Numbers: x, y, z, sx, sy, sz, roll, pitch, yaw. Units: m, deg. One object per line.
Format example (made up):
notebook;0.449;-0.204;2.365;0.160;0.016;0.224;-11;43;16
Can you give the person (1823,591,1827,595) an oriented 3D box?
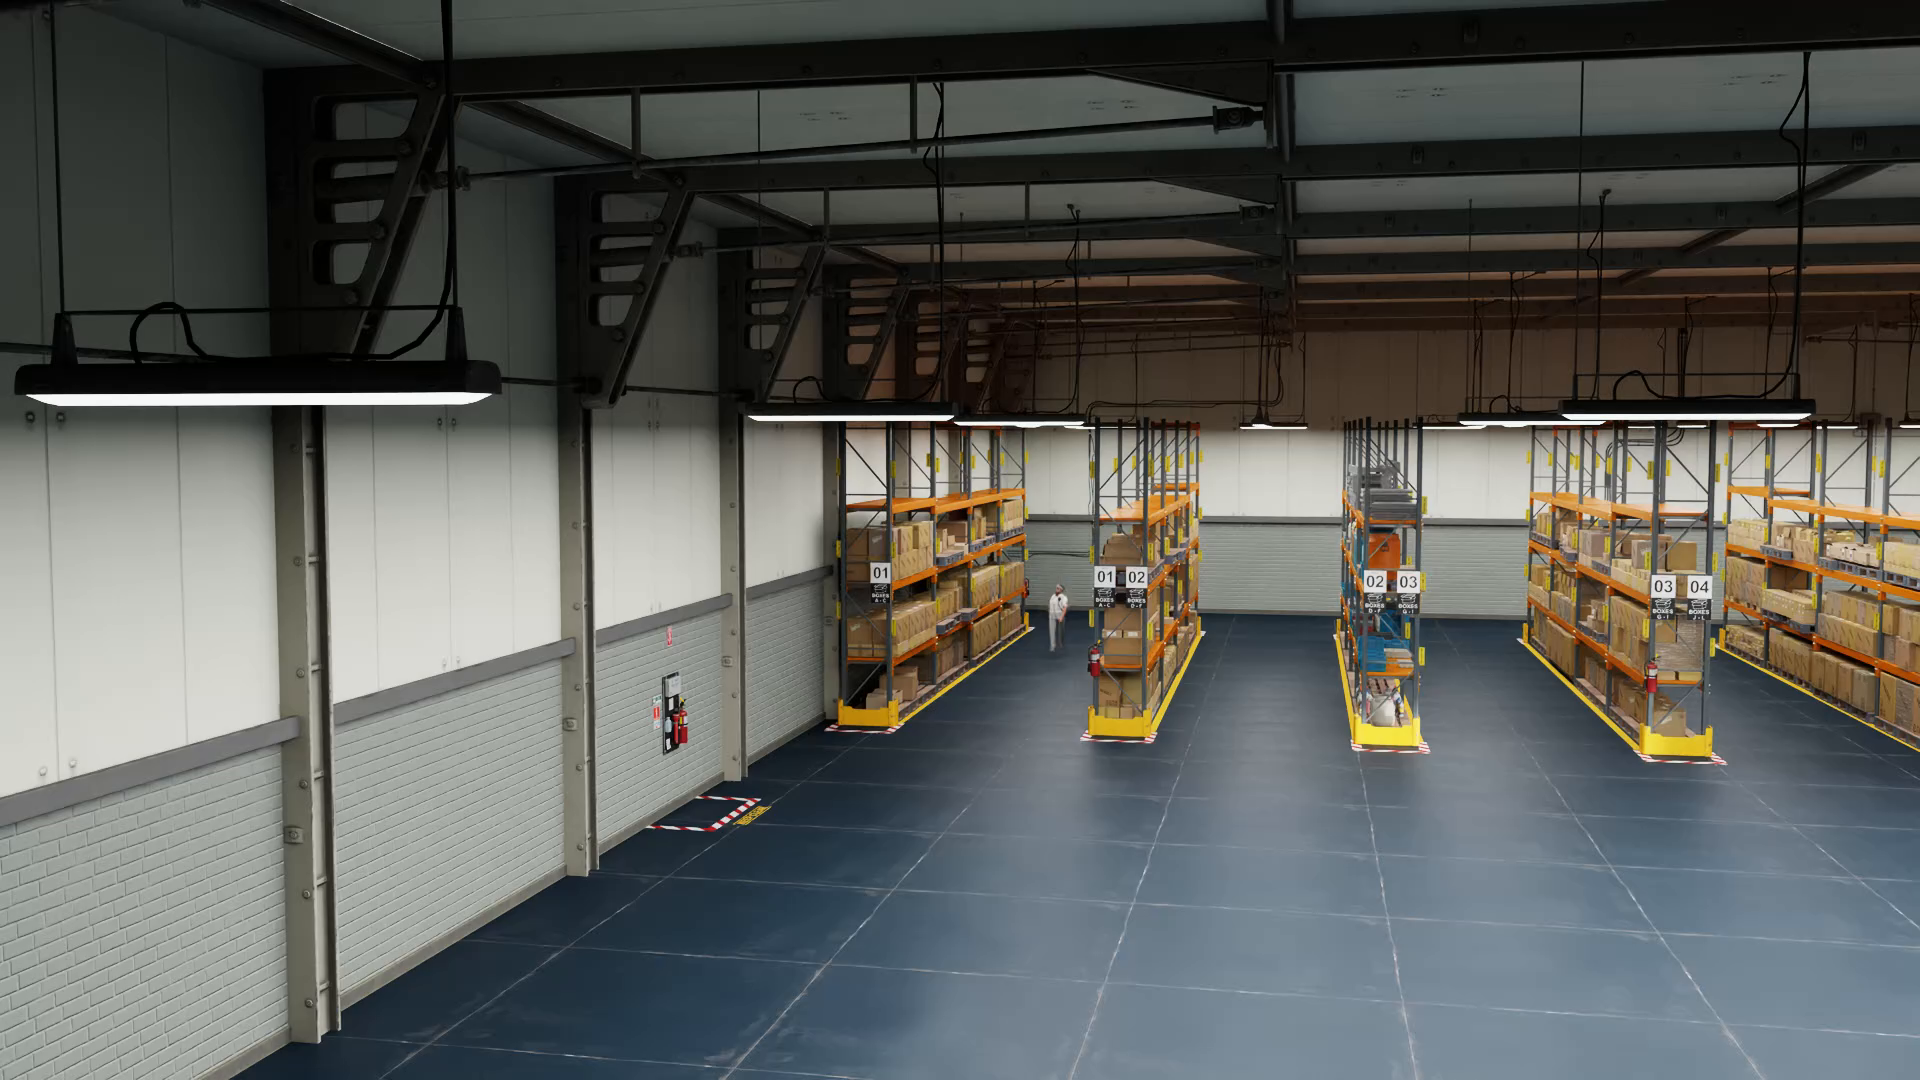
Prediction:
person;22.309;2.129;42.851;0.440;1.649;0.490;3;5;36

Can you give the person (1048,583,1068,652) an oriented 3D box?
person;2.492;1.964;42.288;0.500;1.722;1.083;0;4;7
